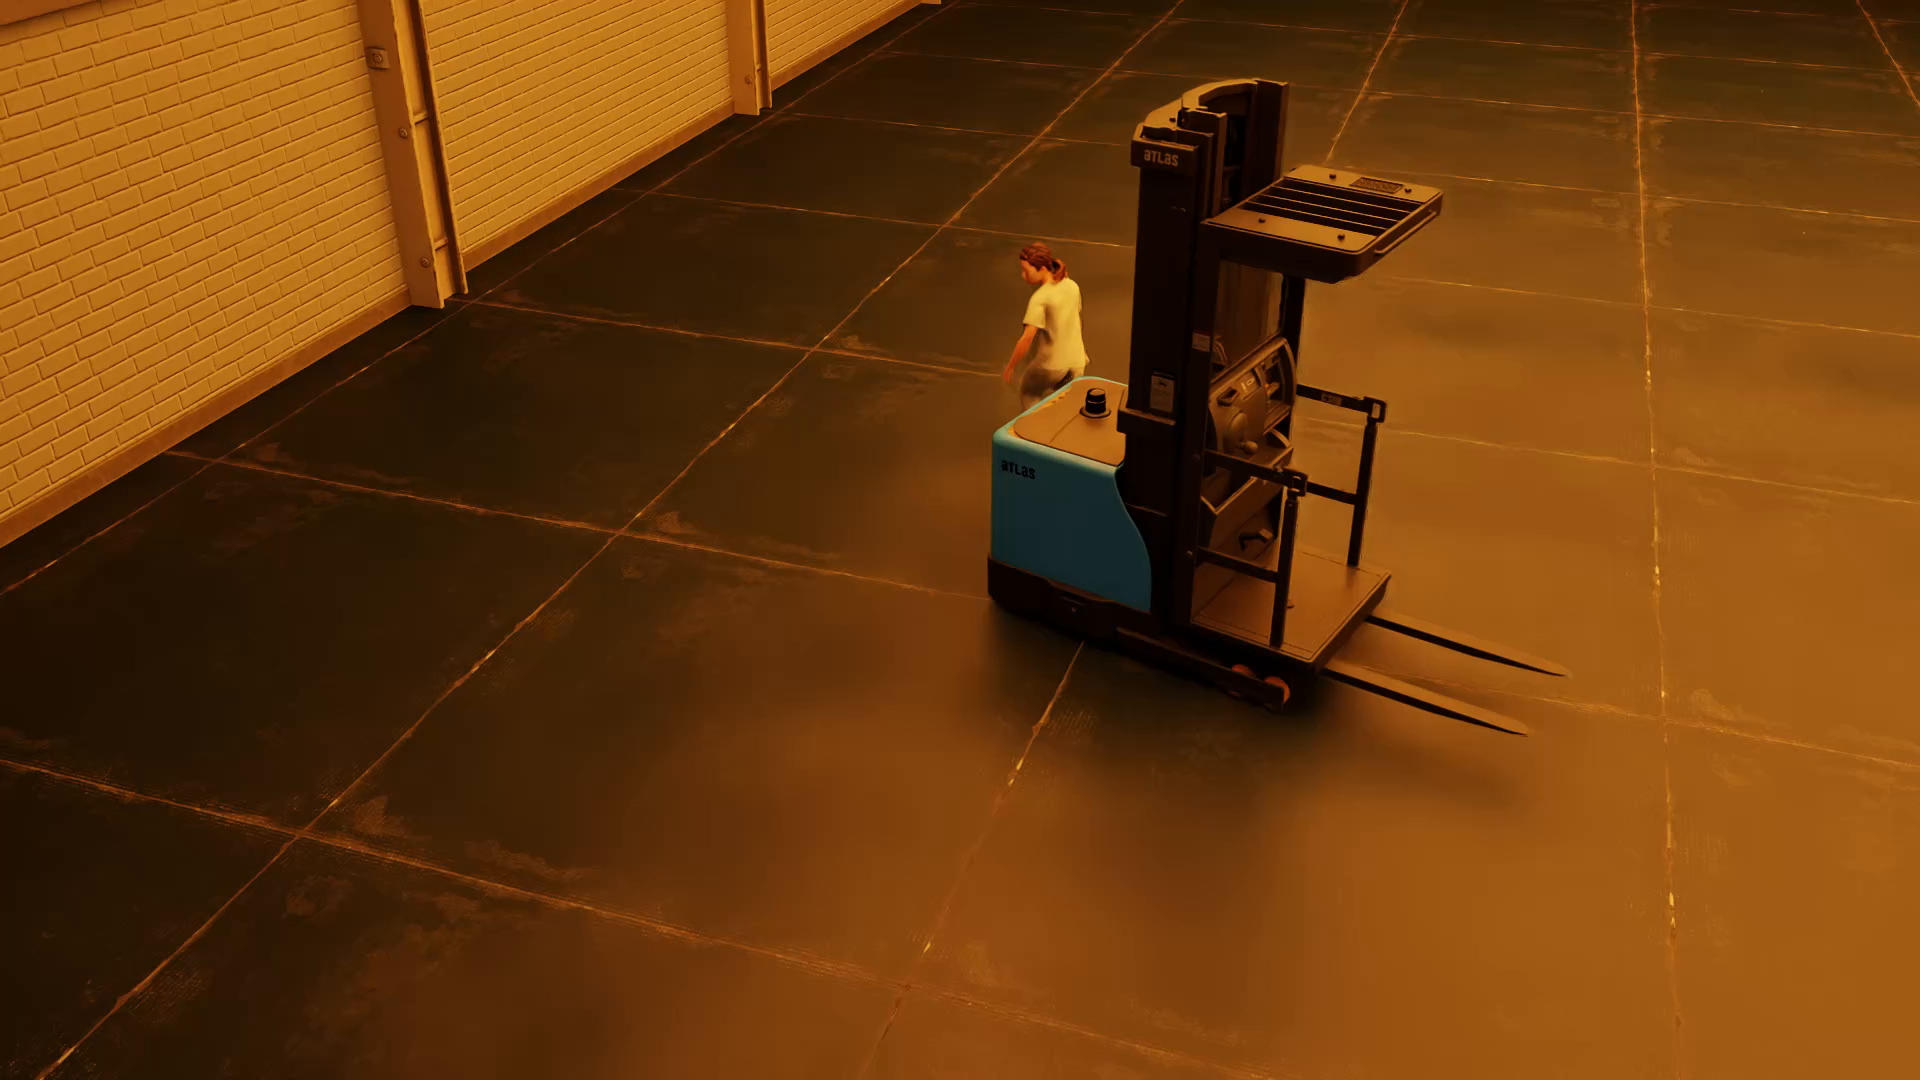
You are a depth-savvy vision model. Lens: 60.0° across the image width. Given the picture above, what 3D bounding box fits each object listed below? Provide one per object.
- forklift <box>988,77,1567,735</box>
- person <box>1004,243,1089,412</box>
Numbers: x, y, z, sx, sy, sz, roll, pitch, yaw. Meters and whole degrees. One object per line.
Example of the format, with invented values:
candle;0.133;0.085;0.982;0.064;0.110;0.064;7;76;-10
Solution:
forklift;1.661;-0.702;8.368;3.031;2.935;1.130;19;35;29
person;0.615;-1.168;10.688;0.722;1.472;0.631;-16;33;-26
